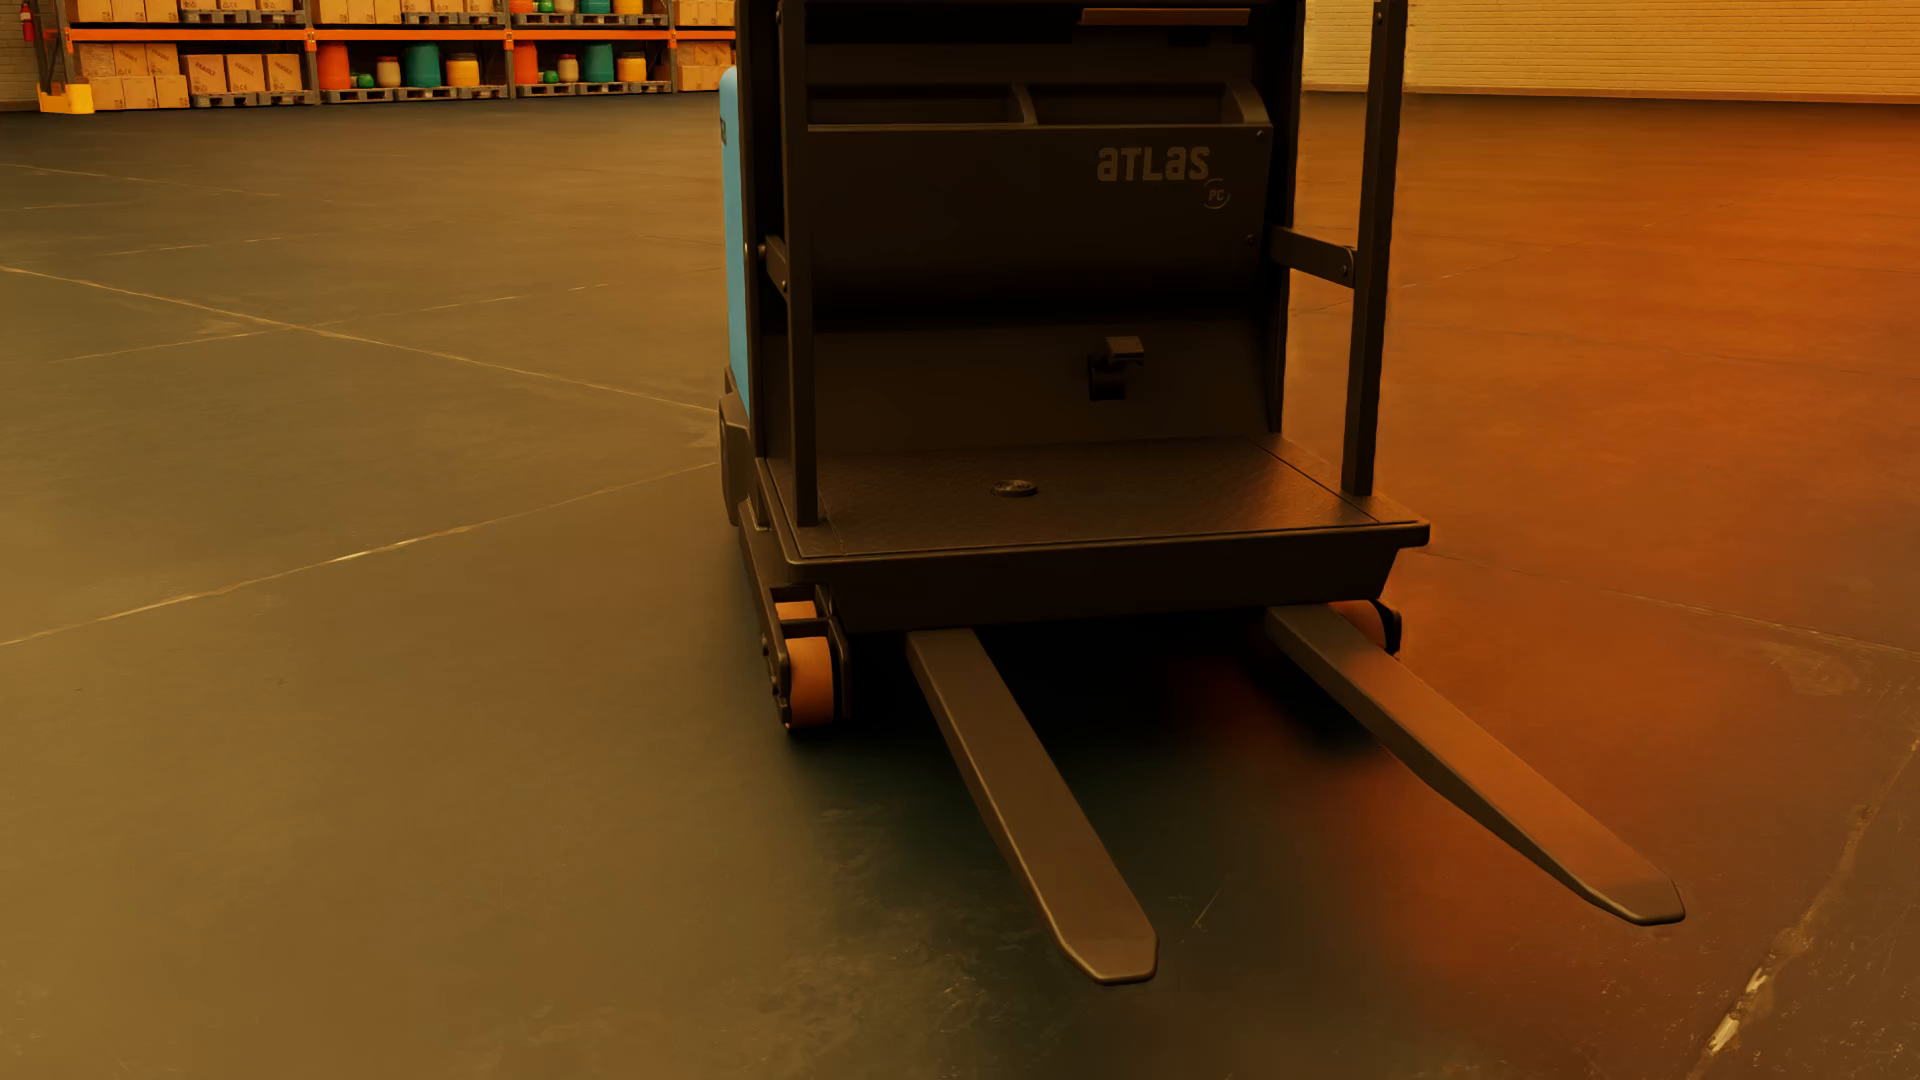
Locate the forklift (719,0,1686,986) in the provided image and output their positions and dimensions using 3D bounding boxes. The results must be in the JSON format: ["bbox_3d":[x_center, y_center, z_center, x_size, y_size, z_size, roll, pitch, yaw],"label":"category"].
[{"bbox_3d":[0.172,-1.190,2.815,1.130,2.935,3.031,-3,17,-11],"label":"forklift"}]
